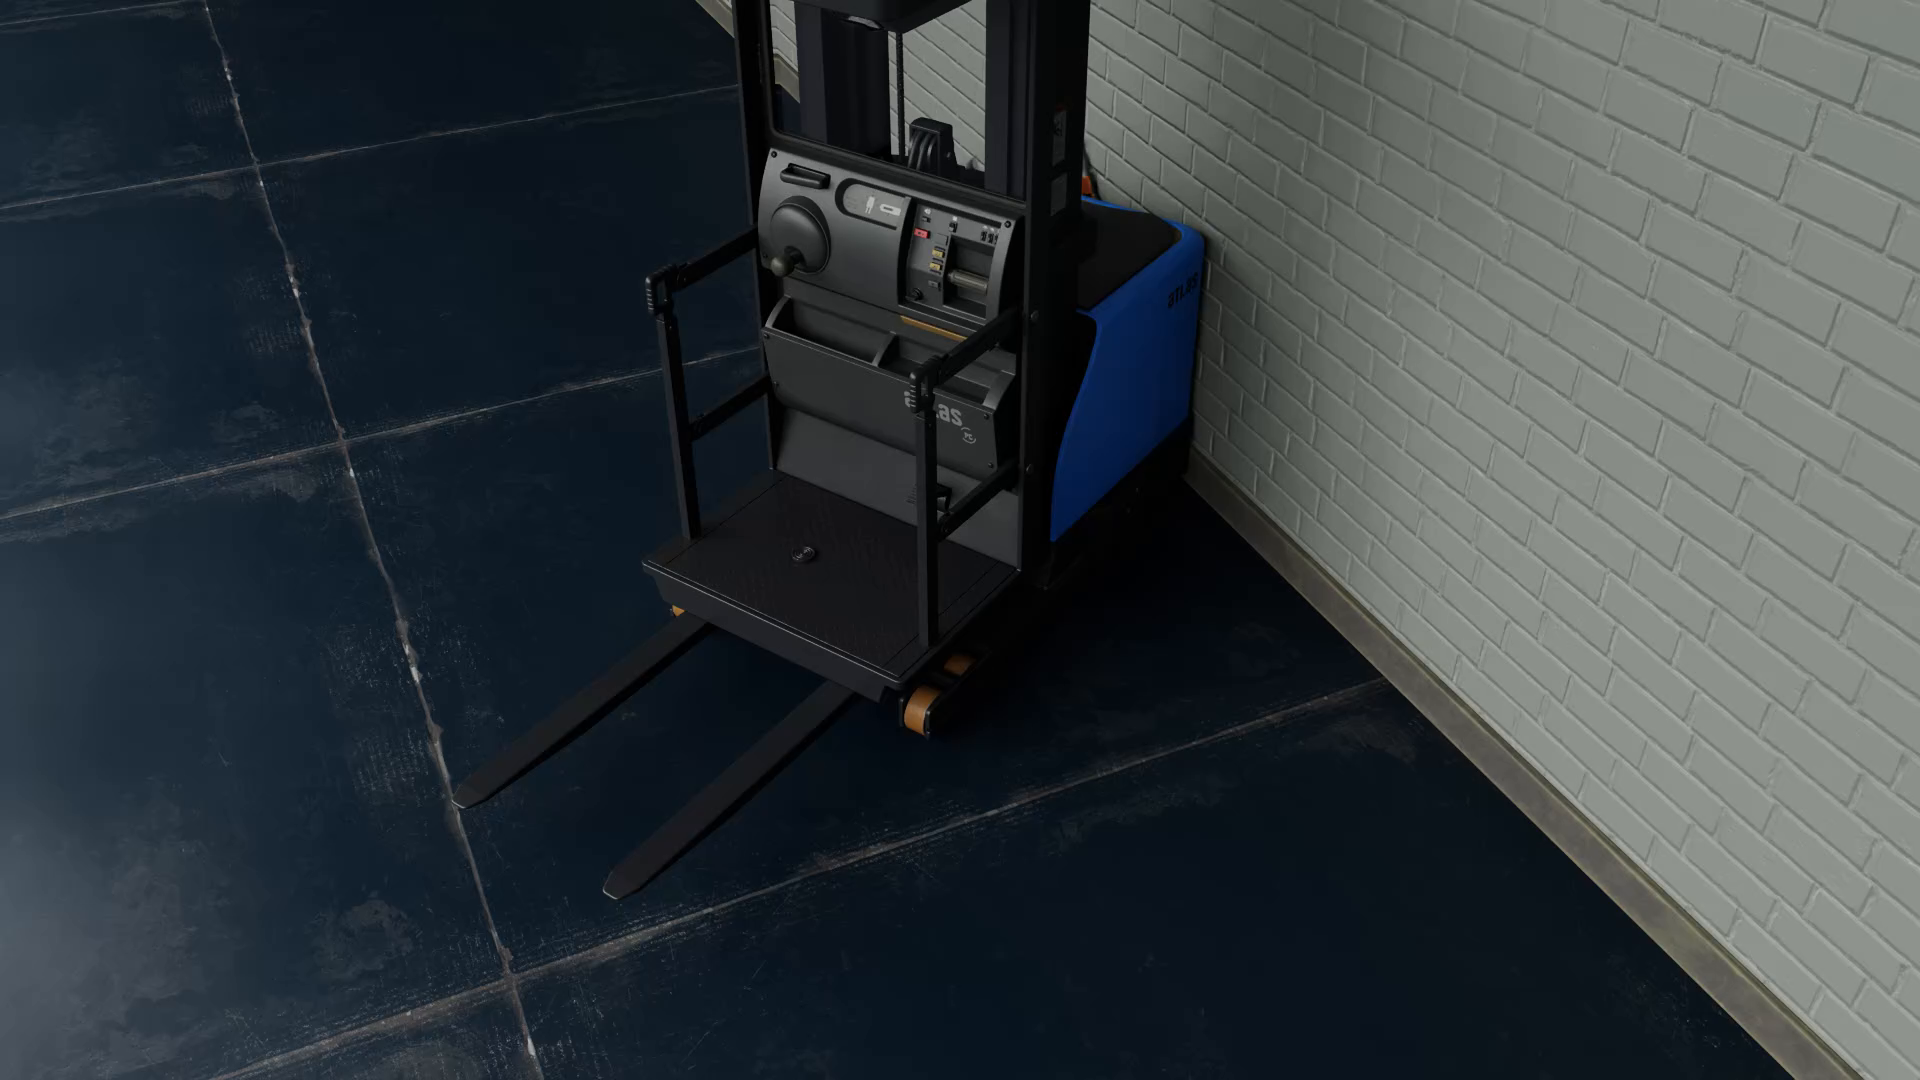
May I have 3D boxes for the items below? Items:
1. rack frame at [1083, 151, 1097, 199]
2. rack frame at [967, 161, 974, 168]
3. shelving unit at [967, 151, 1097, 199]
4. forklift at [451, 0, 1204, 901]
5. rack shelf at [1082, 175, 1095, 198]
[{"bbox_3d":[0.598,-0.998,6.768,0.015,1.200,0.240,-14,-1,-20],"label":"rack frame"},{"bbox_3d":[0.155,-0.886,6.597,0.015,1.200,0.240,-14,-1,-20],"label":"rack frame"},{"bbox_3d":[0.376,-0.942,6.682,0.503,1.200,0.258,-14,-1,-20],"label":"shelving unit"},{"bbox_3d":[-0.356,-0.868,4.961,1.130,2.935,3.031,22,42,27],"label":"forklift"},{"bbox_3d":[0.276,-1.322,6.692,0.480,0.148,0.258,-14,-1,-20],"label":"rack shelf"}]
